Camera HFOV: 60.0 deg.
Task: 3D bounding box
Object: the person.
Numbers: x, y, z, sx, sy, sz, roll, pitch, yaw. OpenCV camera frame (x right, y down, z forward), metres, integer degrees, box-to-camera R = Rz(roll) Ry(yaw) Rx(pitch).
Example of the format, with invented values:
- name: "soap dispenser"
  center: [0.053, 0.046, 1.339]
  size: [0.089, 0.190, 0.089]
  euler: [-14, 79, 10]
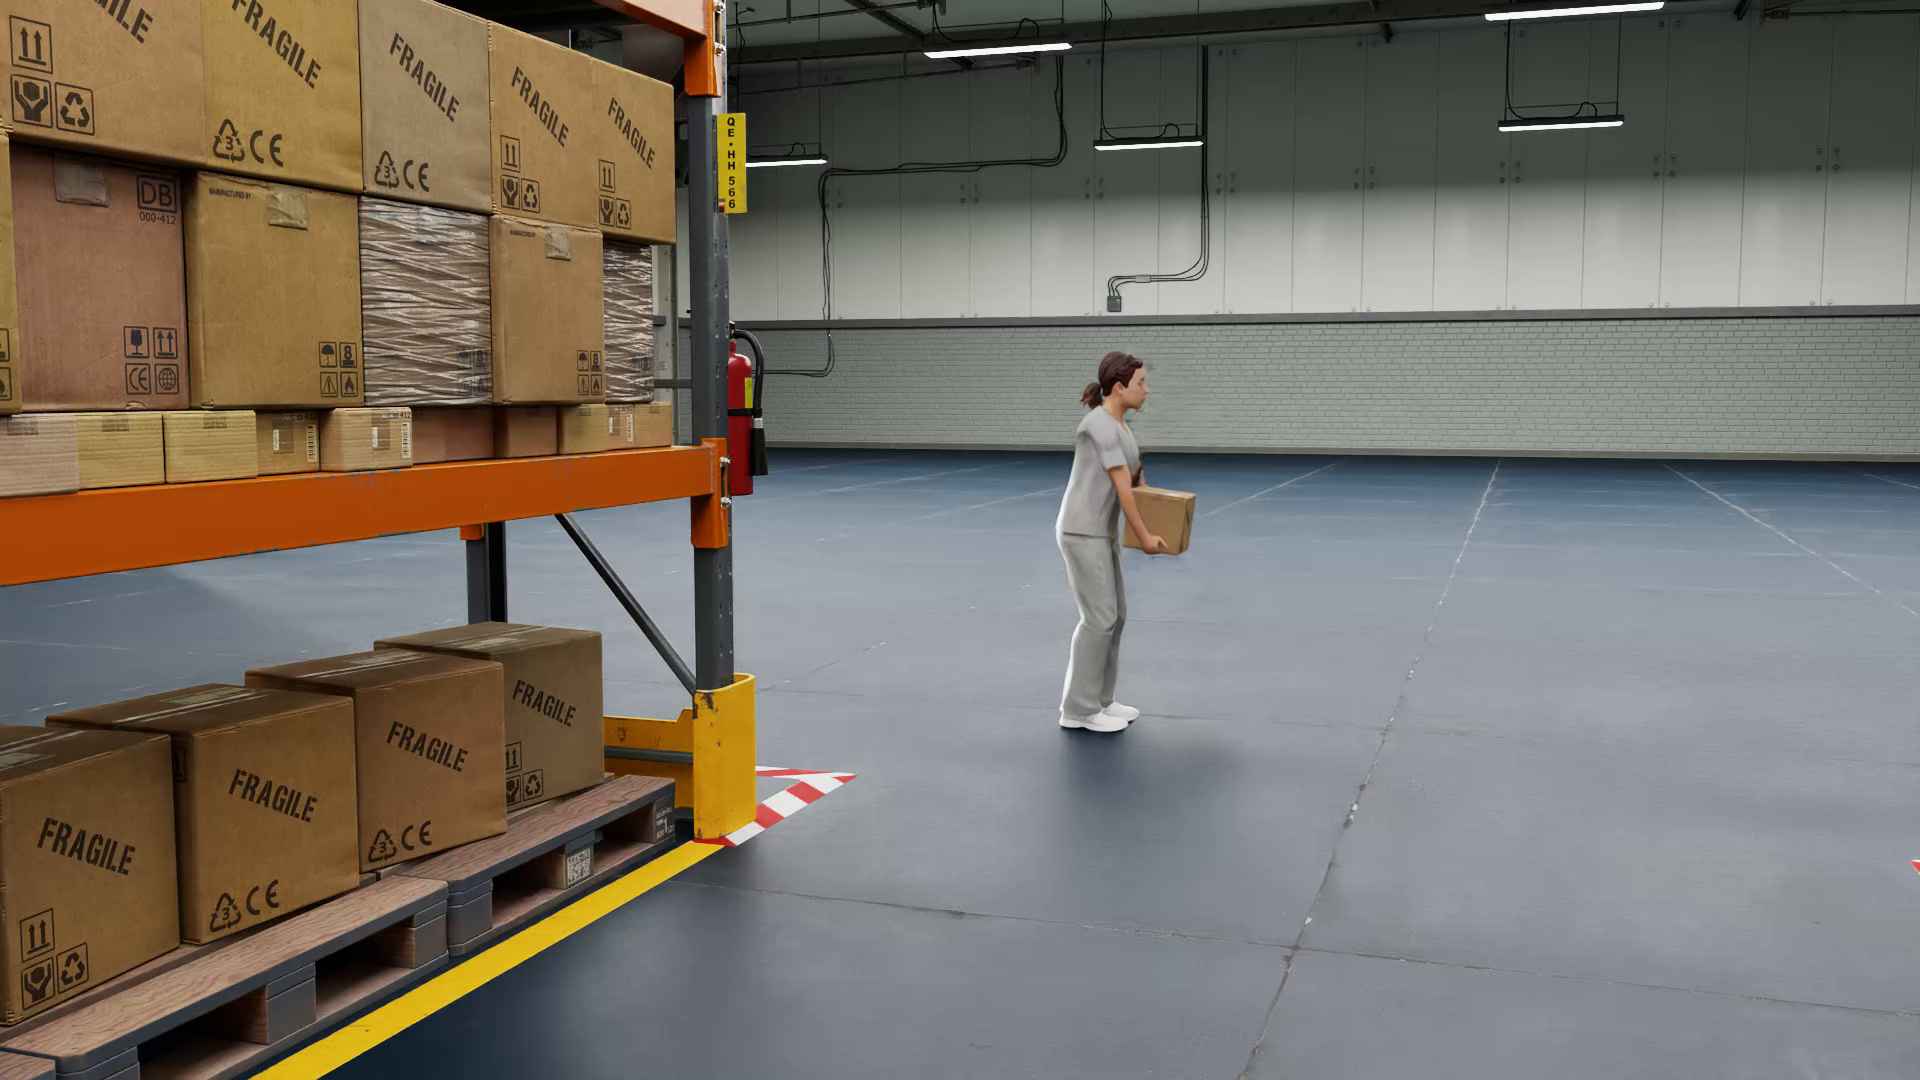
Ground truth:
- name: "person"
  center: [0.692, 0.002, 7.324]
  size: [0.519, 1.656, 0.411]
  euler: [2, 6, 17]
